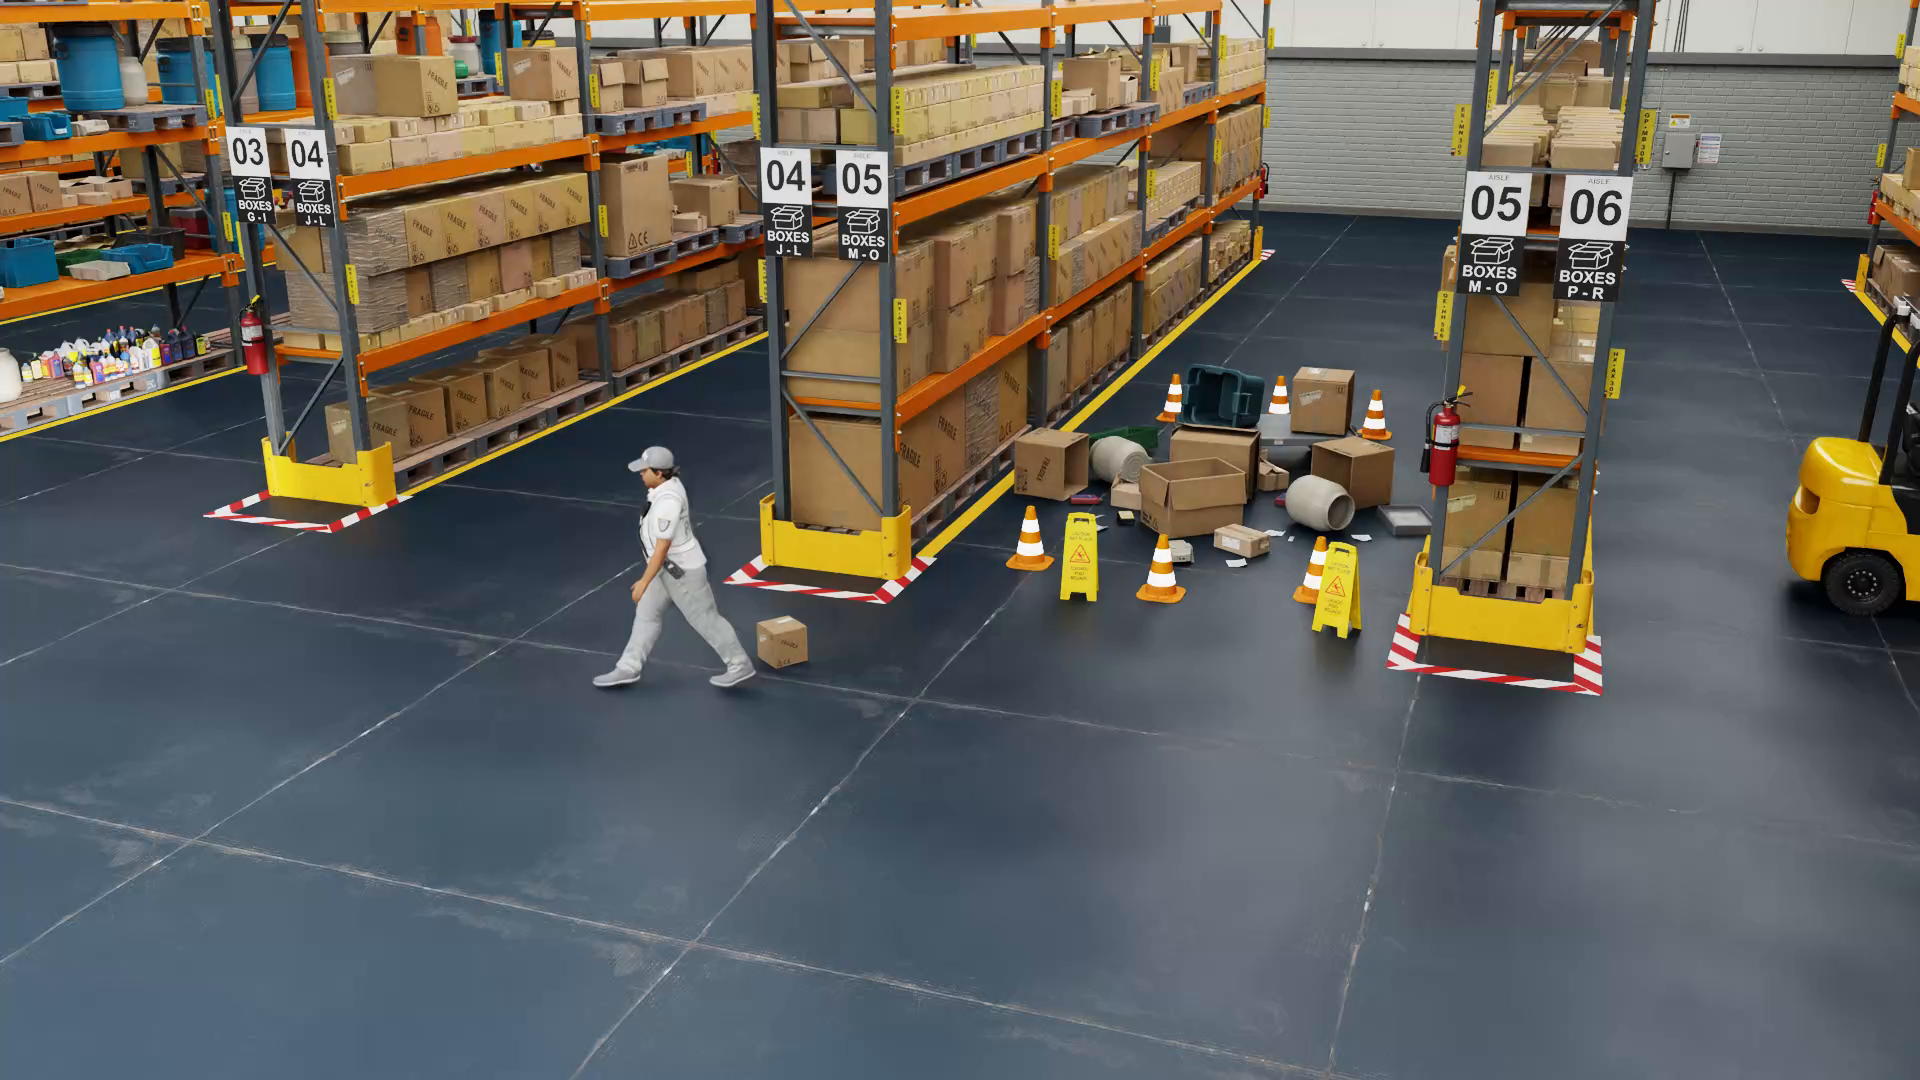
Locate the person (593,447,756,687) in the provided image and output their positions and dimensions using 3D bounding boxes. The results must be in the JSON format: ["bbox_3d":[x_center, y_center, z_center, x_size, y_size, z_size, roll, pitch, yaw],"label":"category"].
[{"bbox_3d":[-1.849,0.185,10.509,1.018,1.607,0.506,-5,19,-14],"label":"person"}]
